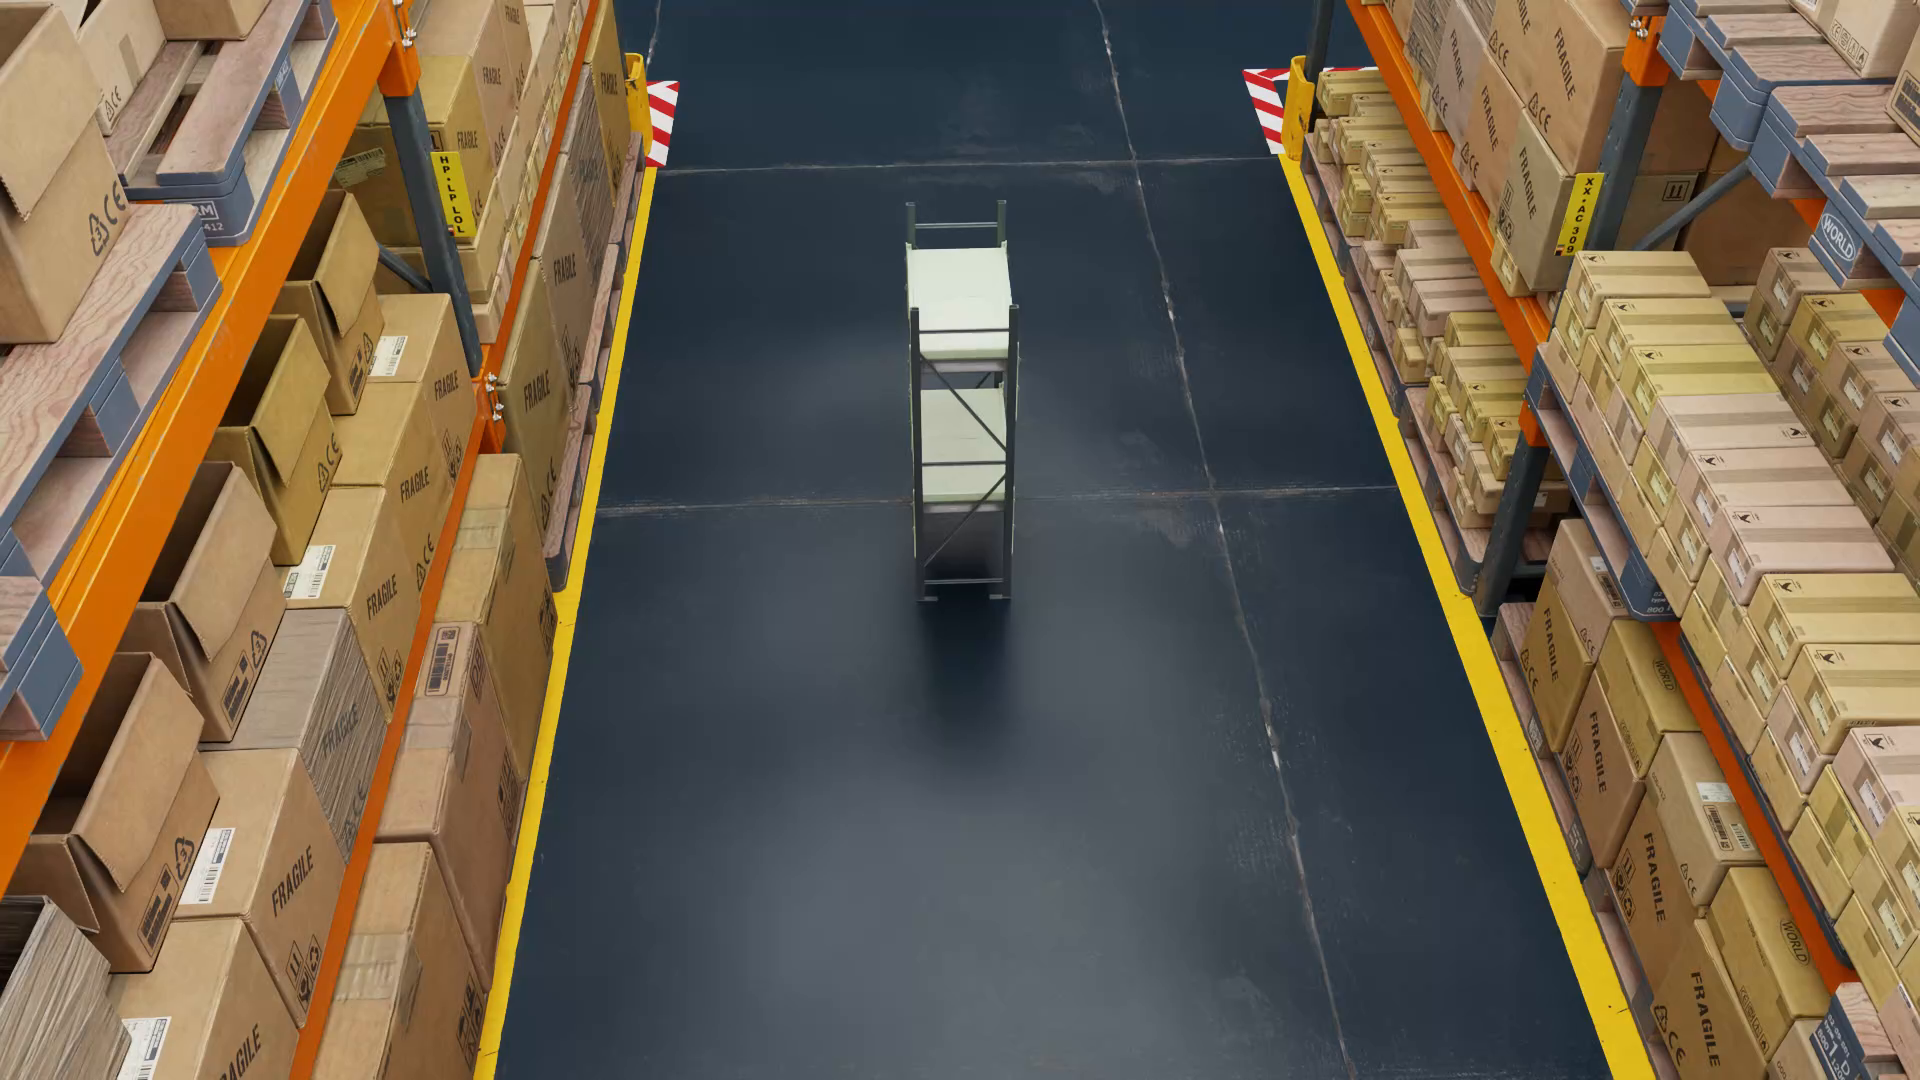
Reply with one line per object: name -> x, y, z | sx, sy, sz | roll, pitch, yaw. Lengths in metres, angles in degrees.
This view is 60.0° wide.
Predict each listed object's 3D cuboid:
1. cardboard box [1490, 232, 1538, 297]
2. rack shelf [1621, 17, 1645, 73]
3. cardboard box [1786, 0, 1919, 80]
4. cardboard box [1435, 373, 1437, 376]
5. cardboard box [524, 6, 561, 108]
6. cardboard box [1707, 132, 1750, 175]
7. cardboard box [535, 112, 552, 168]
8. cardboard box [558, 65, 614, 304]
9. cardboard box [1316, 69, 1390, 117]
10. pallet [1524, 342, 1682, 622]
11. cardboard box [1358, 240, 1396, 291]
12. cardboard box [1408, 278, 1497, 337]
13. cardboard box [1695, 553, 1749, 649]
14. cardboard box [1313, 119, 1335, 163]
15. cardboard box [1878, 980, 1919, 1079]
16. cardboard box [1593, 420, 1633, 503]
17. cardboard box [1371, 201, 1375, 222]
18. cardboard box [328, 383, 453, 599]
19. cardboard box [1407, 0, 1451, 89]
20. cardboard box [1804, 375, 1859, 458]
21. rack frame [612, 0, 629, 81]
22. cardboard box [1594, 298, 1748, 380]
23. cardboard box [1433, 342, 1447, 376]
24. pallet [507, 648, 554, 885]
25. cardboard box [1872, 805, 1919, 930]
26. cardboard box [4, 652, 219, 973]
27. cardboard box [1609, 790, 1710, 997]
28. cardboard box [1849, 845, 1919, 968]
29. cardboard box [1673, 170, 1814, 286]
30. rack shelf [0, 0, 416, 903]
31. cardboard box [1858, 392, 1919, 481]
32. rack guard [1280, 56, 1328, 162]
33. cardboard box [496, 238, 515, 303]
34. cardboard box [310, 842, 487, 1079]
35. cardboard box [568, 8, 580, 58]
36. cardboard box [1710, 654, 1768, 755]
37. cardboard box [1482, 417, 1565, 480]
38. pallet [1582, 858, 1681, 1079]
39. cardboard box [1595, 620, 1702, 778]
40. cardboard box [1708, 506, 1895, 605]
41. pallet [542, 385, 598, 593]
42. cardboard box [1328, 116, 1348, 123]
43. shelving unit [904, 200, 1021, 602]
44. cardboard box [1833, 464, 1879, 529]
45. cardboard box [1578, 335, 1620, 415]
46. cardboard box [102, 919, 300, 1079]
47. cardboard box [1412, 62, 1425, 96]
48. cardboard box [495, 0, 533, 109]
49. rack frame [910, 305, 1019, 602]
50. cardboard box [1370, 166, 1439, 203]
cardboard box -> 2.327, -1.093, 6.558 | 0.380, 0.149, 0.250 | -3, 43, -3
rack shelf -> 2.607, -3.019, 6.786 | 1.077, 0.370, 4.000 | -2, 43, -2
cardboard box -> 2.520, -1.456, 4.304 | 0.500, 0.311, 0.500 | -2, 43, -2
cardboard box -> 2.442, -0.723, 7.768 | 0.380, 0.149, 0.250 | -3, 43, -3
cardboard box -> -2.082, -2.152, 7.419 | 0.500, 0.250, 0.500 | -2, 43, -2
cardboard box -> 2.917, -1.655, 5.952 | 0.500, 0.500, 0.500 | -1, 43, -1
cardboard box -> -2.003, -1.746, 7.271 | 0.380, 0.149, 0.250 | -1, 43, -1
cardboard box -> -2.291, -1.782, 8.386 | 0.875, 0.875, 0.875 | -2, 43, -2
cardboard box -> 2.205, -2.489, 9.254 | 0.380, 0.149, 0.250 | -3, 43, -4
pallet -> 2.580, -0.238, 5.581 | 1.003, 0.211, 1.213 | -2, 43, -2
cardboard box -> 2.266, -1.412, 8.520 | 0.380, 0.149, 0.250 | -4, 43, -4
cardboard box -> 2.312, -1.081, 7.718 | 0.380, 0.149, 0.250 | -4, 43, -4
cardboard box -> 2.310, 0.164, 4.656 | 0.380, 0.149, 0.250 | -2, 43, -3
cardboard box -> 2.225, -2.270, 9.455 | 0.380, 0.149, 0.250 | -1, 43, -1
cardboard box -> 2.362, 1.148, 3.802 | 0.380, 0.149, 0.250 | -1, 43, -1
cardboard box -> 2.274, -0.256, 5.334 | 0.380, 0.149, 0.250 | -1, 43, -1
cardboard box -> 2.351, -1.680, 8.591 | 0.380, 0.149, 0.250 | -4, 43, -4
cardboard box -> -1.961, -0.149, 5.269 | 0.500, 0.500, 0.500 | 0, 43, 0
cardboard box -> 2.350, -2.329, 7.427 | 0.500, 0.500, 0.500 | -3, 43, -3
cardboard box -> 2.927, -0.392, 5.263 | 0.380, 0.149, 0.250 | 0, 43, 0
rack frame -> -2.437, -3.455, 8.949 | 1.000, 3.000, 0.127 | -2, 43, -2
cardboard box -> 2.268, -0.643, 5.316 | 0.380, 0.149, 0.250 | -1, 43, -1
cardboard box -> 2.396, -0.781, 7.610 | 0.380, 0.149, 0.250 | -1, 43, -1
pallet -> -2.159, 0.792, 6.379 | 1.003, 0.211, 1.213 | -2, 43, -2
cardboard box -> 2.349, 0.746, 3.801 | 0.380, 0.149, 0.250 | 0, 43, -1
cardboard box -> -2.137, 0.605, 3.703 | 0.797, 0.503, 0.637 | -1, 43, -1
cardboard box -> 2.519, 1.155, 5.459 | 0.500, 0.500, 0.500 | -1, 43, -1
cardboard box -> 2.349, 0.853, 3.904 | 0.380, 0.149, 0.250 | -2, 43, -2
cardboard box -> 2.923, -1.317, 6.322 | 0.500, 0.500, 0.500 | -2, 43, -3
rack shelf -> -2.182, -0.245, 3.760 | 1.077, 0.370, 4.000 | -2, 43, -2
cardboard box -> 2.937, -0.312, 4.955 | 0.380, 0.149, 0.250 | -2, 43, -2
rack guard -> 2.526, -2.556, 9.819 | 1.175, 0.500, 0.348 | -2, 43, -2
cardboard box -> -1.959, -1.049, 6.510 | 0.380, 0.149, 0.250 | -3, 43, -3
cardboard box -> -2.136, 1.506, 4.799 | 1.225, 0.875, 0.875 | -2, 43, -2
cardboard box -> -2.048, -2.442, 8.030 | 0.380, 0.149, 0.250 | -3, 43, -3
cardboard box -> 2.318, 0.440, 4.575 | 0.380, 0.149, 0.250 | -3, 43, -4
cardboard box -> 2.417, -0.385, 6.958 | 0.380, 0.149, 0.250 | -1, 43, -1
pallet -> 2.782, 1.550, 5.552 | 1.003, 0.211, 1.213 | -2, 43, -2
cardboard box -> 2.485, 0.527, 5.589 | 0.500, 0.250, 0.500 | -1, 43, -1
cardboard box -> 2.306, 0.042, 4.569 | 0.380, 0.149, 0.250 | 0, 43, 0
pallet -> -2.221, -0.242, 7.508 | 1.003, 0.211, 1.213 | -2, 43, -2
cardboard box -> 2.288, -2.382, 9.357 | 0.380, 0.149, 0.250 | 0, 43, 0
shelving unit -> 0.000, -0.548, 6.888 | 0.431, 1.500, 0.755 | -2, 43, -2
cardboard box -> 2.938, -0.116, 5.181 | 0.380, 0.149, 0.250 | -4, 43, -4
cardboard box -> 2.263, -0.547, 5.431 | 0.380, 0.149, 0.250 | -2, 43, -3
cardboard box -> -1.870, 1.225, 3.770 | 0.500, 0.500, 0.500 | -3, 43, -3
cardboard box -> 2.326, -2.157, 7.719 | 0.380, 0.149, 0.250 | 0, 43, 0
cardboard box -> -2.072, -2.100, 6.807 | 0.500, 0.500, 0.500 | -3, 43, -3
rack frame -> 0.016, -0.301, 6.618 | 0.400, 1.500, 0.023 | -2, 43, -2
cardboard box -> 2.316, -1.780, 8.480 | 0.380, 0.149, 0.250 | 0, 43, 0
